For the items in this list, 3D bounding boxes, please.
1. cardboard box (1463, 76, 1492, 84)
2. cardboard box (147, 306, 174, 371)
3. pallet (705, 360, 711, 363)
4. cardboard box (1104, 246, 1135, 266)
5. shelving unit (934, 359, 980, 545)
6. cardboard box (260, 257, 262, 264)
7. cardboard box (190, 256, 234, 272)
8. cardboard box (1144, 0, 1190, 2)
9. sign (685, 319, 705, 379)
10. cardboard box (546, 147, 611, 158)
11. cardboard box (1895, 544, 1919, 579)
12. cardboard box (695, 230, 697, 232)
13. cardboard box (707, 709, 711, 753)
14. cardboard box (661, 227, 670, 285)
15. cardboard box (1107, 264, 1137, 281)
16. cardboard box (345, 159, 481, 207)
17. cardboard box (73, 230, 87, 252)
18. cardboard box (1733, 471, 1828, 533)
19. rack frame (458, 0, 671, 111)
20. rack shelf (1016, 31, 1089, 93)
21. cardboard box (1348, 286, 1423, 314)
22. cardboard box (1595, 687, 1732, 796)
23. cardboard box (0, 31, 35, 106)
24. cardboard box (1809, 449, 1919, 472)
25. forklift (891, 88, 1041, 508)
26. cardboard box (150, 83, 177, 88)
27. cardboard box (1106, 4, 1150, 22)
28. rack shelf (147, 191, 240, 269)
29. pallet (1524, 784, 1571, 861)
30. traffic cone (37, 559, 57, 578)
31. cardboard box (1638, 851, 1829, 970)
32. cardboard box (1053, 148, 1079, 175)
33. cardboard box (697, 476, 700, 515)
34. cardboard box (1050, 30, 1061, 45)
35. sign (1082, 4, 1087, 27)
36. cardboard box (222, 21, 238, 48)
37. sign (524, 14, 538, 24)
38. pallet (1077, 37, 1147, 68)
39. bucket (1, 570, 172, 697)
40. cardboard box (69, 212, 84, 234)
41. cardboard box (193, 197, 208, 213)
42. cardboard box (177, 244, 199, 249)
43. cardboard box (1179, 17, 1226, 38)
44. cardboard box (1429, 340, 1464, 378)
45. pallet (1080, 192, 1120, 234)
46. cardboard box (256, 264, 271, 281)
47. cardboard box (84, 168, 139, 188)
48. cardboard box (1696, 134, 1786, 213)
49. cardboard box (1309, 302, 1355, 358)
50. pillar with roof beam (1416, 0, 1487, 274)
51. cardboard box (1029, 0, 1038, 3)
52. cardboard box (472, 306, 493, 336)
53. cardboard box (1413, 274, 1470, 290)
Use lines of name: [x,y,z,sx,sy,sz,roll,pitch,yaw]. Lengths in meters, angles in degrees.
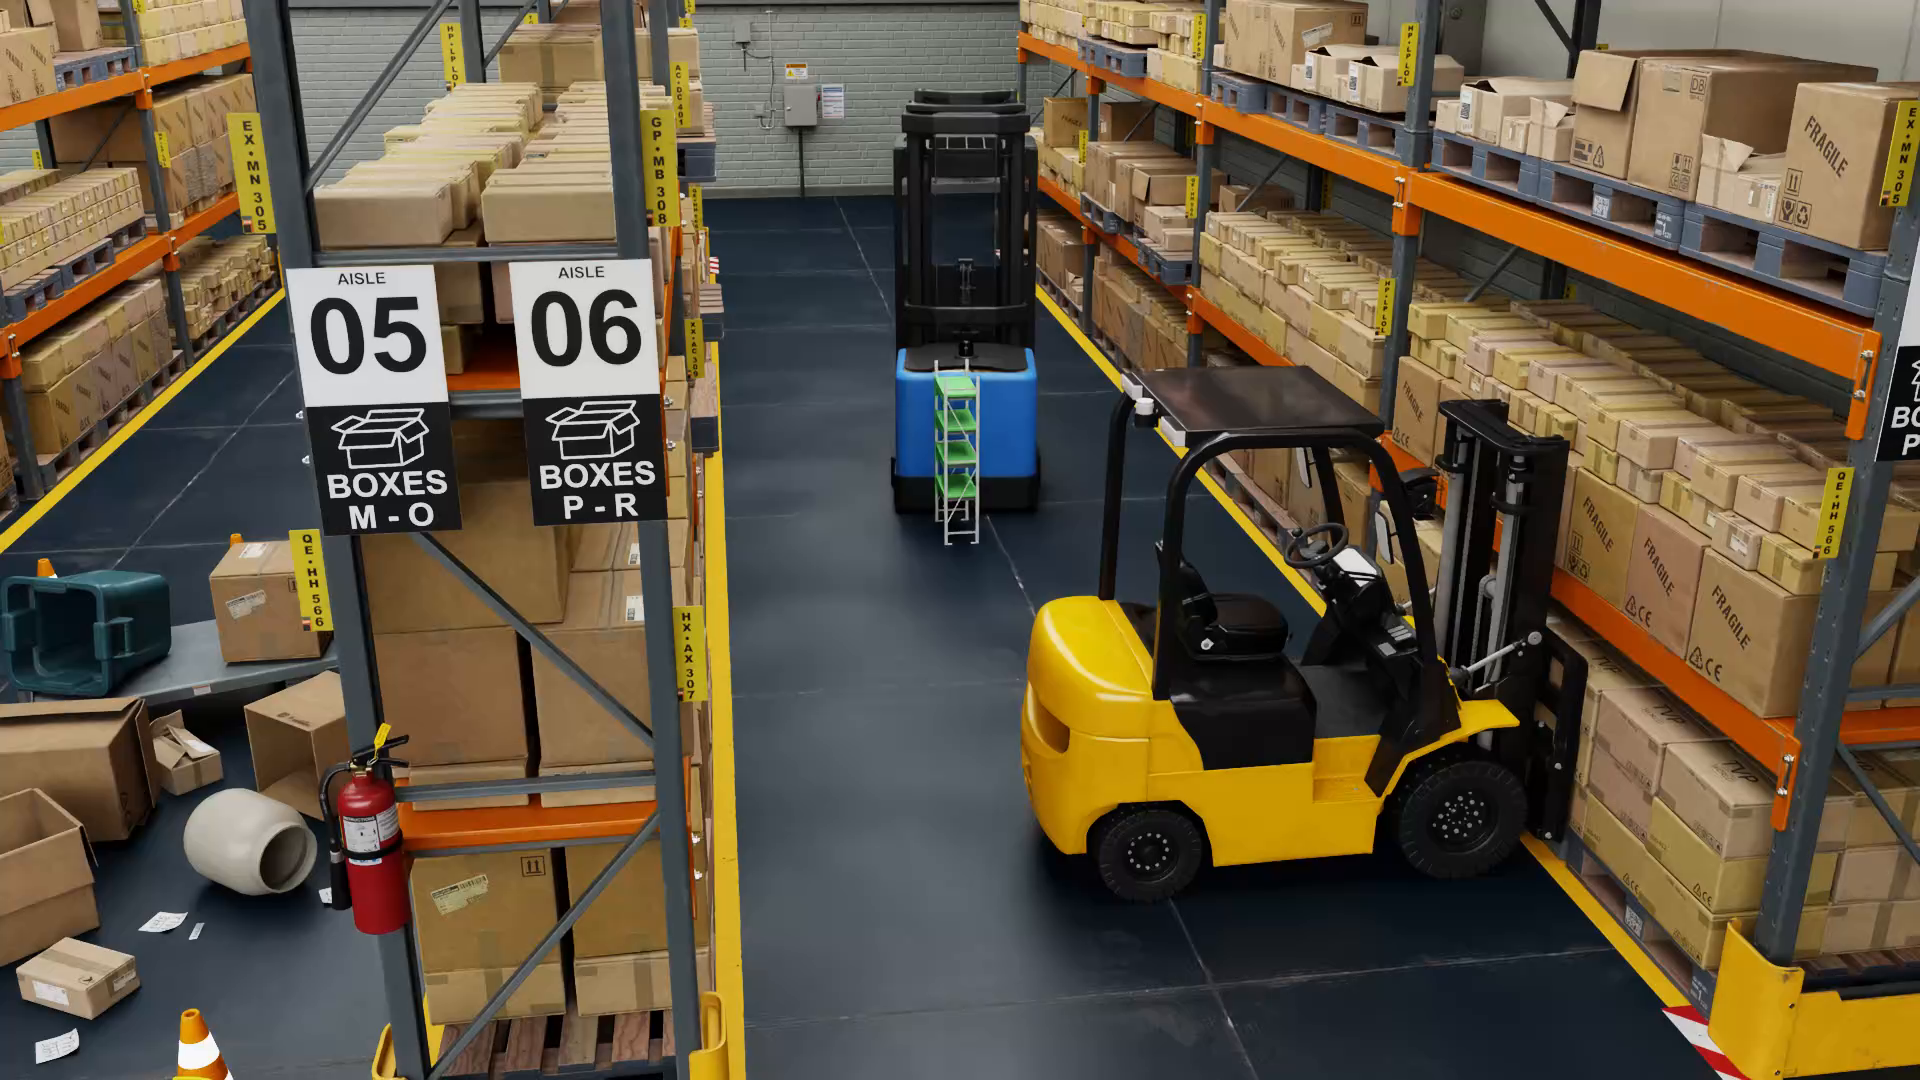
cardboard box: [3.018,-2.679,9.931,0.380,0.149,0.250,-3,21,-8]
cardboard box: [-7.646,-1.860,15.382,0.500,0.500,0.500,-3,21,-9]
pallet: [-2.753,-1.370,15.082,1.003,0.211,1.213,-3,21,-8]
cardboard box: [1.666,-2.858,16.702,0.380,0.149,0.250,-4,21,-10]
shelving unit: [-0.024,-0.619,11.660,0.258,1.200,0.503,-3,21,-8]
cardboard box: [-8.236,-3.202,19.051,0.380,0.149,0.250,-3,21,-9]
cardboard box: [-8.112,-2.979,18.030,0.380,0.149,0.250,-4,21,-10]
cardboard box: [1.976,-5.286,15.895,0.396,0.266,0.258,-3,21,-8]
sign: [-1.429,-1.028,8.945,0.100,0.325,0.005,-3,21,-8]
cardboard box: [-1.227,-1.269,5.759,0.380,0.149,0.250,-3,21,-8]
cardboard box: [3.731,0.059,6.200,0.380,0.149,0.250,-3,21,-9]
cardboard box: [-2.563,-2.858,14.581,0.500,0.250,0.500,-3,21,-7]
cardboard box: [-1.527,0.874,8.420,0.500,0.250,0.500,-3,21,-9]
cardboard box: [-1.260,-1.045,5.728,0.500,0.250,0.500,-3,21,-9]
cardboard box: [1.698,-2.714,16.742,0.380,0.149,0.250,-3,21,-9]
cardboard box: [-1.784,-1.150,5.440,0.380,0.149,0.250,-3,21,-8]
cardboard box: [-7.520,-2.486,13.845,0.380,0.149,0.250,-4,21,-10]
cardboard box: [3.196,-0.147,6.327,0.380,0.149,0.250,-3,21,-8]
rack frame: [-1.965,-3.403,7.967,1.000,3.000,0.127,-3,21,-8]
rack shelf: [1.505,-5.375,18.561,1.077,0.370,4.000,-3,21,-8]
cardboard box: [2.639,-1.478,10.316,0.380,0.149,0.250,-3,21,-8]
cardboard box: [3.068,0.843,7.072,0.500,0.250,0.500,-3,21,-7]
cardboard box: [-7.324,-3.529,12.448,0.500,0.500,0.500,-3,21,-8]
cardboard box: [3.629,-0.260,6.629,0.380,0.149,0.250,-3,21,-7]
forklift: [0.041,-2.065,13.057,1.130,2.935,3.031,0,20,0]
cardboard box: [-8.645,-4.593,17.730,0.500,0.500,0.500,-3,21,-9]
cardboard box: [1.569,-4.893,15.432,0.380,0.149,0.250,-3,21,-9]
rack shelf: [-8.290,-3.433,17.650,1.077,0.370,4.000,-3,21,-8]
pallet: [3.199,1.163,8.302,1.003,0.211,1.213,-3,21,-8]
traffic cone: [-5.548,0.340,10.145,0.336,0.463,0.334,-3,21,-8]
cardboard box: [3.142,1.485,6.782,0.500,0.250,0.500,-3,21,-7]
cardboard box: [1.332,-4.193,18.446,0.500,0.250,0.500,-3,21,-8]
cardboard box: [-2.252,-0.229,11.199,0.950,0.372,0.625,-2,21,-6]
cardboard box: [1.198,-5.543,18.342,0.380,0.149,0.250,-2,21,-7]
sign: [1.257,-5.232,16.410,0.100,0.325,0.005,-3,21,-8]
cardboard box: [-8.171,-5.477,18.022,0.500,0.250,0.500,-3,21,-8]
sign: [-3.092,-3.637,12.028,0.100,0.325,0.005,-3,21,-8]
pallet: [1.818,-4.702,16.000,1.213,0.211,1.003,-3,21,-8]
bucket: [-4.548,0.444,8.746,0.726,0.611,0.620,4,11,11]
cardboard box: [-7.526,-2.628,13.799,0.380,0.149,0.250,-2,21,-6]
cardboard box: [-7.925,-3.435,16.986,0.380,0.149,0.250,-3,21,-7]
cardboard box: [-8.771,-3.221,18.678,0.380,0.149,0.250,-3,21,-8]
cardboard box: [2.005,-4.180,13.554,0.380,0.149,0.250,-4,21,-10]
cardboard box: [2.771,-0.982,8.988,0.380,0.149,0.250,-2,21,-6]
pallet: [1.800,-3.242,16.384,1.003,0.211,1.213,-3,21,-8]
cardboard box: [-8.159,-3.068,19.119,0.380,0.149,0.250,-2,21,-6]
cardboard box: [-7.751,-3.307,15.191,0.380,0.149,0.250,-2,21,-5]
cardboard box: [3.066,-1.405,6.352,0.396,0.266,0.258,-3,21,-8]
cardboard box: [2.541,-1.343,10.525,0.500,0.250,0.500,-3,21,-9]
pillar with roof beam: [-0.811,-4.417,10.680,9.100,9.000,0.400,-3,21,-8]
cardboard box: [1.086,-6.364,19.257,0.500,0.250,0.500,-3,21,-8]
cardboard box: [-1.790,-0.783,5.598,0.380,0.149,0.250,-2,21,-6]
cardboard box: [3.028,-1.597,10.635,0.380,0.149,0.250,-3,21,-8]
